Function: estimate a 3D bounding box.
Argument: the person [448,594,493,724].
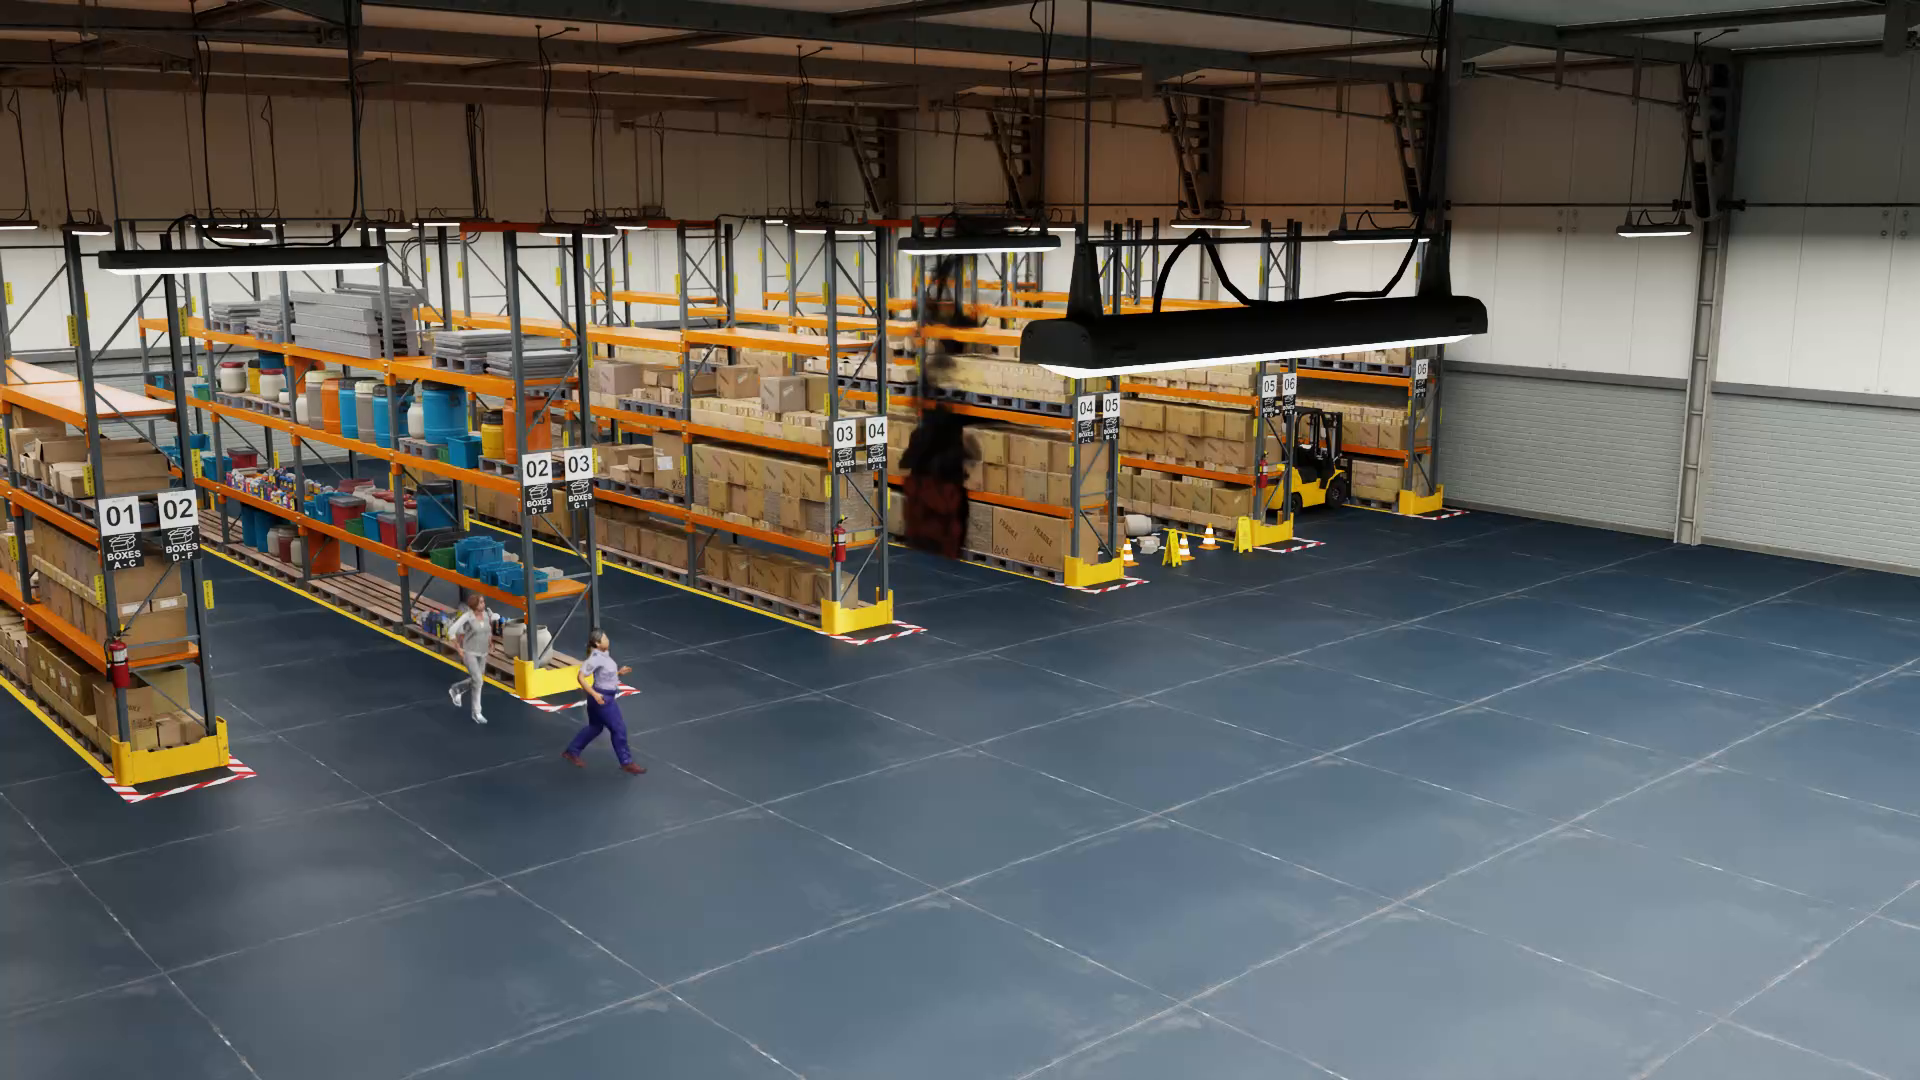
[{"bbox_3d":[-6.105,1.449,20.822,0.757,1.576,0.583,7,14,33],"label":"person"}]

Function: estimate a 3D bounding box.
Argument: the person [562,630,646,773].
[{"bbox_3d":[-4.019,1.814,18.635,0.920,1.658,0.598,-3,12,-12],"label":"person"}]
